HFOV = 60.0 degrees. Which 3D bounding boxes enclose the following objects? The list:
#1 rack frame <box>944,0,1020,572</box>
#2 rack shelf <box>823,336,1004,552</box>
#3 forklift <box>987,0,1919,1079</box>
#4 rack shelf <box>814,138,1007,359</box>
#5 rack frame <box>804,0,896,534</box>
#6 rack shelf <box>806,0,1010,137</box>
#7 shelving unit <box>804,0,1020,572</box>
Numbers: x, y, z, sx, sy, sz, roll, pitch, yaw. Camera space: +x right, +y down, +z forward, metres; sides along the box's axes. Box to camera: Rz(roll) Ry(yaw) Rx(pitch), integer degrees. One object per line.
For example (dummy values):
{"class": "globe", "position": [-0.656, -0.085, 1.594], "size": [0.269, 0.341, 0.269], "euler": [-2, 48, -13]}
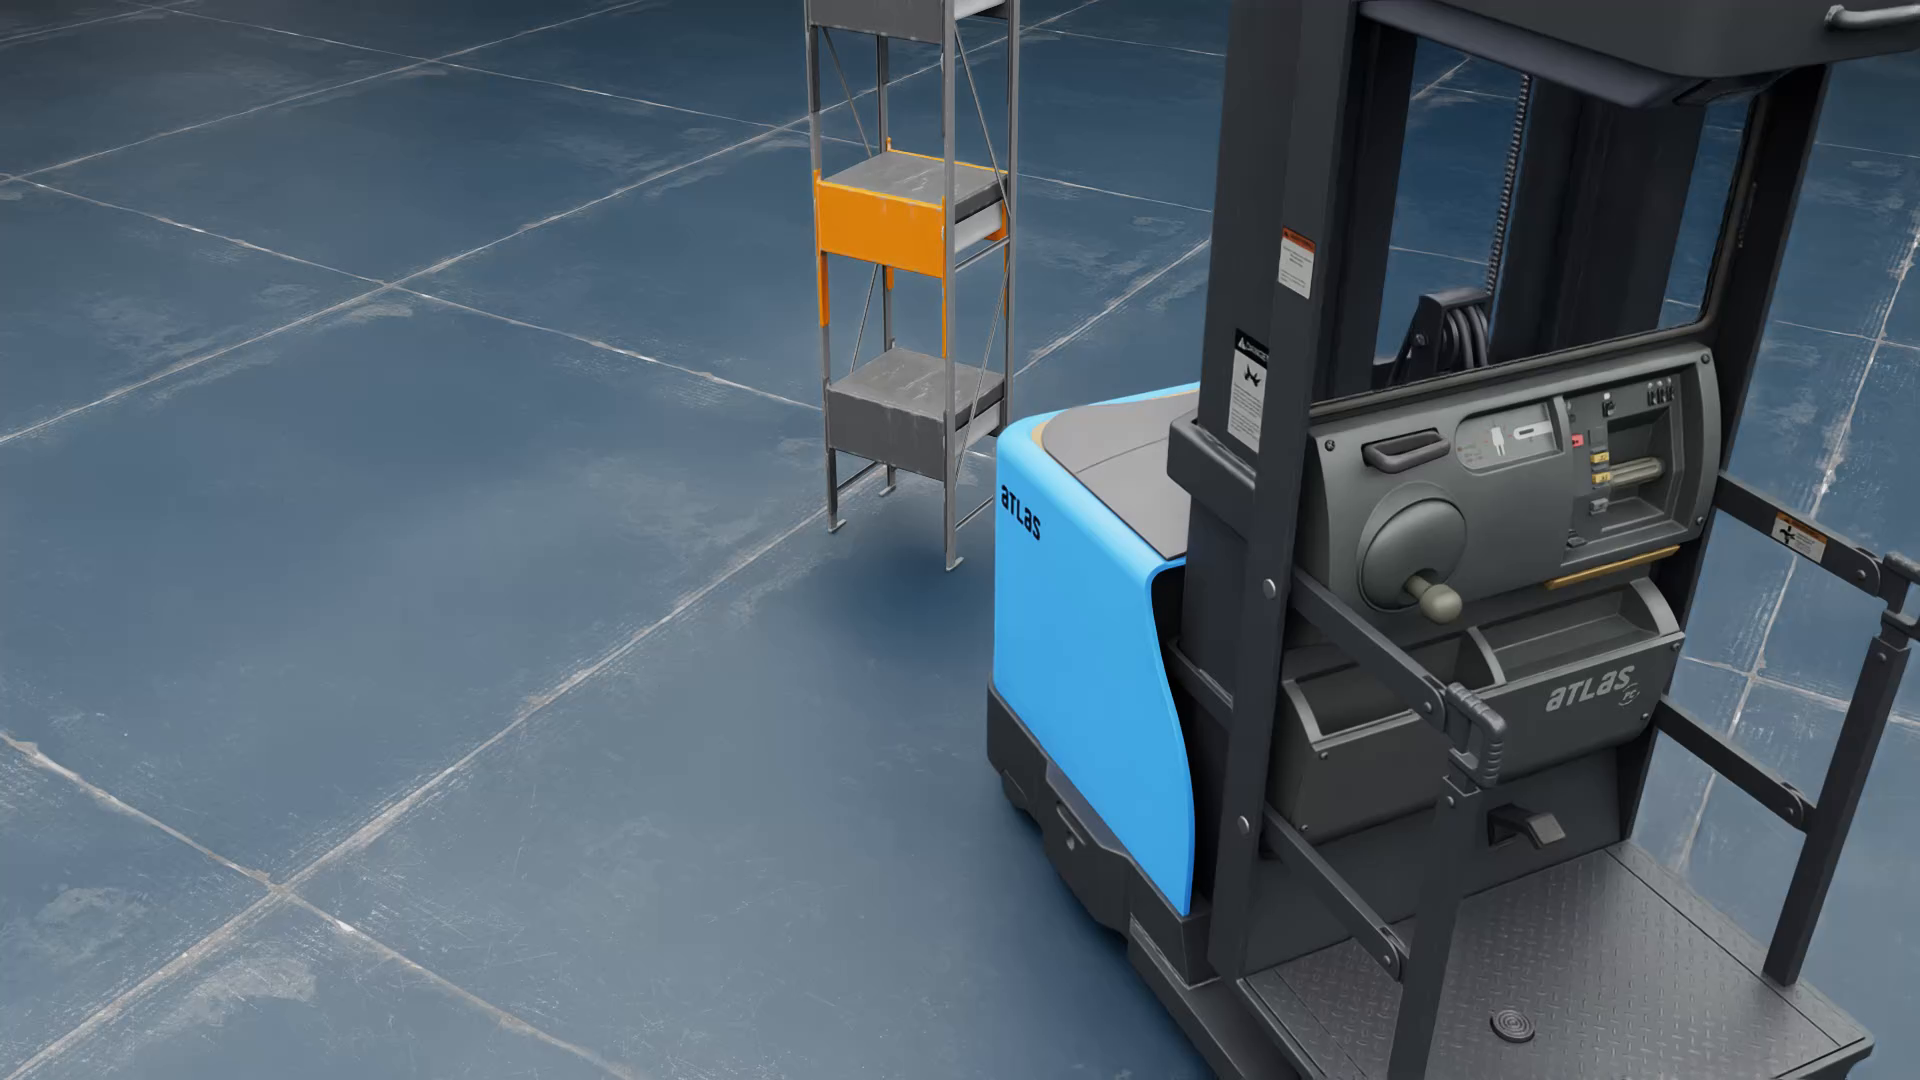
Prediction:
{"class": "rack frame", "position": [0.066, -0.886, 5.185], "size": [0.015, 2.100, 0.400], "euler": [18, 35, 27]}
{"class": "rack shelf", "position": [-0.140, -0.335, 5.657], "size": [0.480, 0.518, 0.431], "euler": [18, 35, 27]}
{"class": "forklift", "position": [1.149, -0.060, 2.944], "size": [1.130, 2.935, 3.031], "euler": [-13, 33, -21]}
{"class": "rack shelf", "position": [-0.140, -0.940, 5.304], "size": [0.480, 0.518, 0.431], "euler": [18, 35, 27]}
{"class": "rack frame", "position": [-0.347, -1.017, 5.409], "size": [0.015, 2.100, 0.400], "euler": [18, 35, 27]}
{"class": "rack shelf", "position": [-0.140, -1.544, 4.951], "size": [0.480, 0.518, 0.431], "euler": [18, 35, 27]}
{"class": "shelving unit", "position": [-0.140, -0.951, 5.297], "size": [0.503, 2.100, 0.431], "euler": [18, 35, 27]}
